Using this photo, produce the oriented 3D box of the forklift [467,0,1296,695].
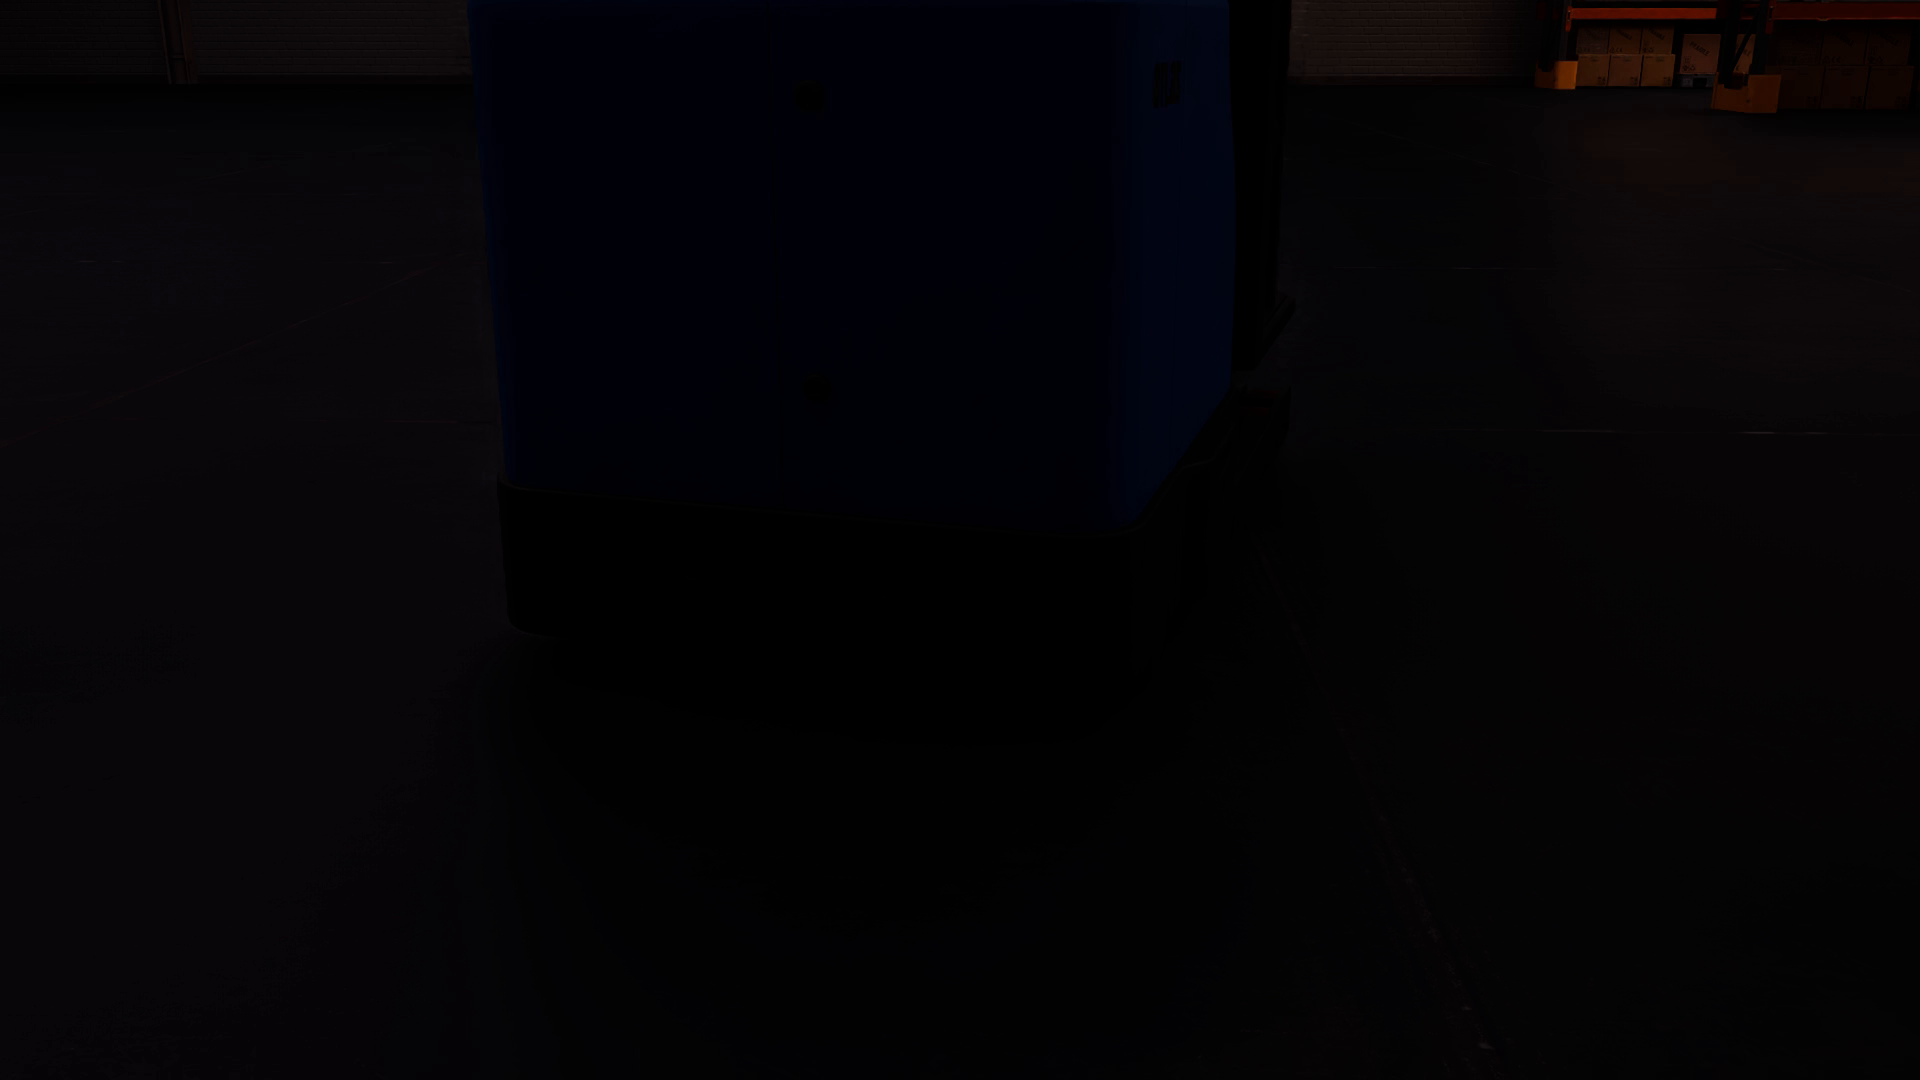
[{"bbox_3d":[0.174,-1.573,3.495,1.130,2.935,3.031,5,18,16],"label":"forklift"}]
